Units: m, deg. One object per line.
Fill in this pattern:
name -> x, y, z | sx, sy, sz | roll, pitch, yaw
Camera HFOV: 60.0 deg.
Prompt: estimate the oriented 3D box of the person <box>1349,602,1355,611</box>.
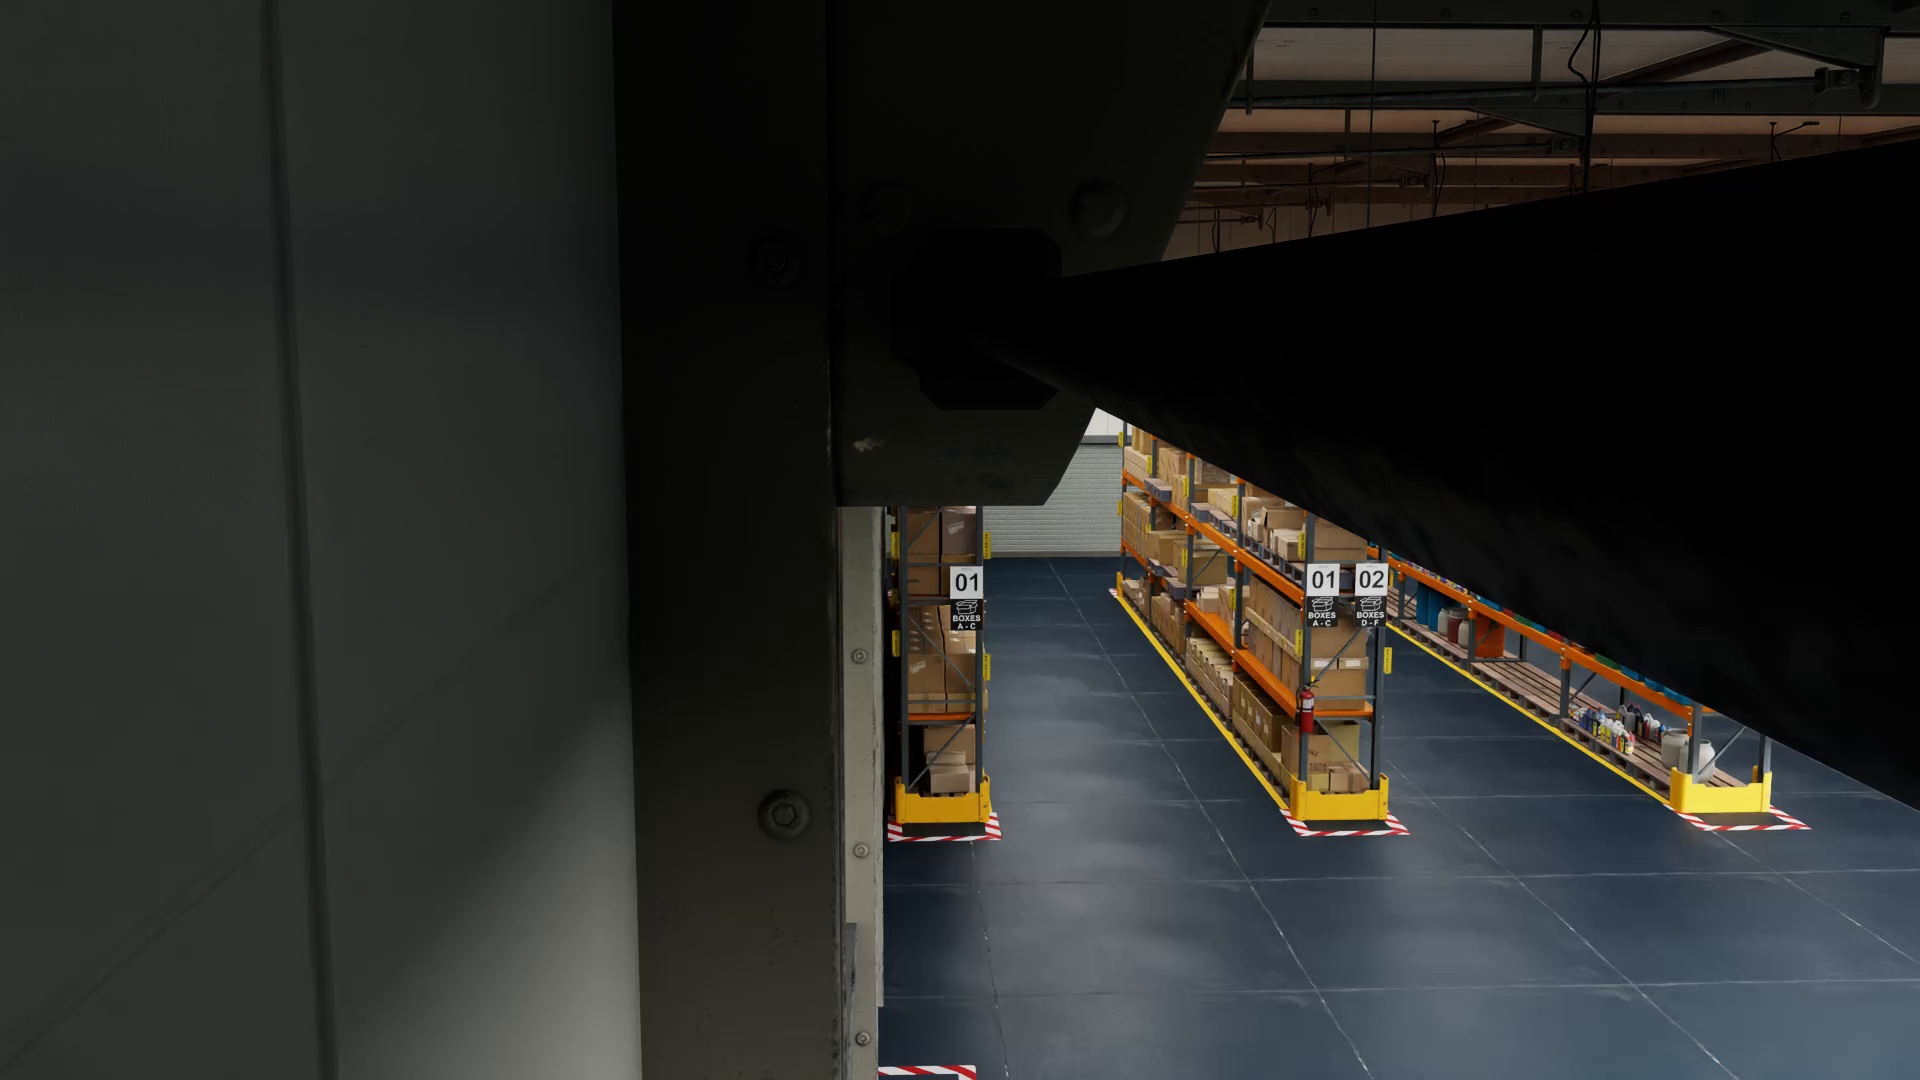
person -> 7.708, 1.083, 31.913 | 0.491, 1.573, 0.509 | -4, 9, -27
